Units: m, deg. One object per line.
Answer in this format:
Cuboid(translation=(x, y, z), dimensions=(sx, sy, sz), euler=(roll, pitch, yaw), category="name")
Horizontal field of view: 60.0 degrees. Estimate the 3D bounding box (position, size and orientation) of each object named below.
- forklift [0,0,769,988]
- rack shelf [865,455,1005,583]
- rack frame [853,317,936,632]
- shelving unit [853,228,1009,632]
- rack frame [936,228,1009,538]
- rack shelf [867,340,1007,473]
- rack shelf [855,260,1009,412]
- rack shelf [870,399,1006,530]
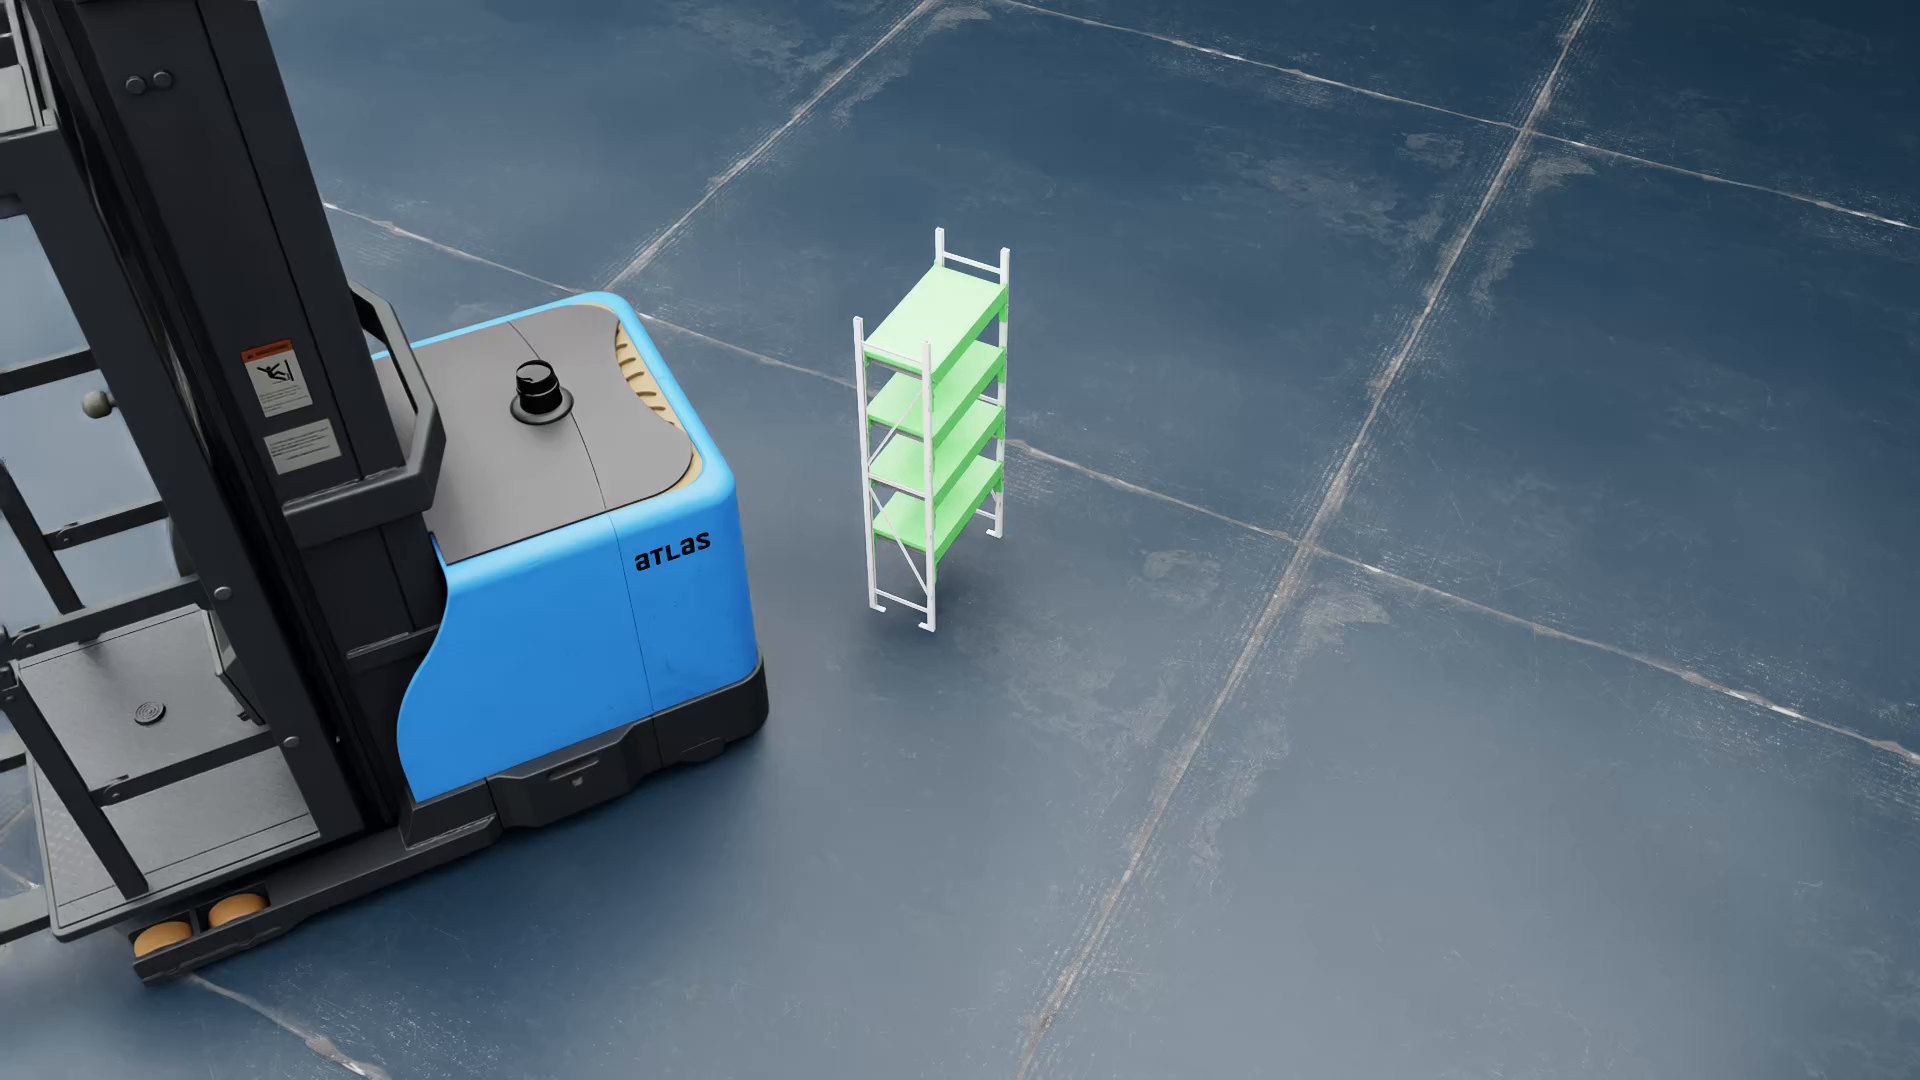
Cuboid(translation=(-2.139, -0.260, 3.946), dimensions=(3.031, 2.935, 1.130), euler=(-20, 49, -19), category="forklift")
Cuboid(translation=(-0.077, -0.104, 5.436), dimensions=(0.258, 0.148, 0.480), euler=(20, 49, 19), category="rack shelf")
Cuboid(translation=(-0.190, -0.164, 5.068), dimensions=(0.240, 1.200, 0.015), euler=(20, 49, 19), category="rack frame")
Cuboid(translation=(-0.077, -0.317, 5.220), dimensions=(0.258, 1.200, 0.503), euler=(20, 49, 19), category="shelving unit")
Cuboid(translation=(0.036, -0.471, 5.372), dimensions=(0.240, 1.200, 0.015), euler=(20, 49, 19), category="rack frame")
Cuboid(translation=(-0.077, -0.441, 5.095), dimensions=(0.258, 0.148, 0.480), euler=(20, 49, 19), category="rack shelf")
Cuboid(translation=(-0.077, -0.610, 4.924), dimensions=(0.258, 0.148, 0.480), euler=(20, 49, 19), category="rack shelf")
Cuboid(translation=(-0.077, -0.273, 5.266), dimensions=(0.258, 0.148, 0.480), euler=(20, 49, 19), category="rack shelf")
